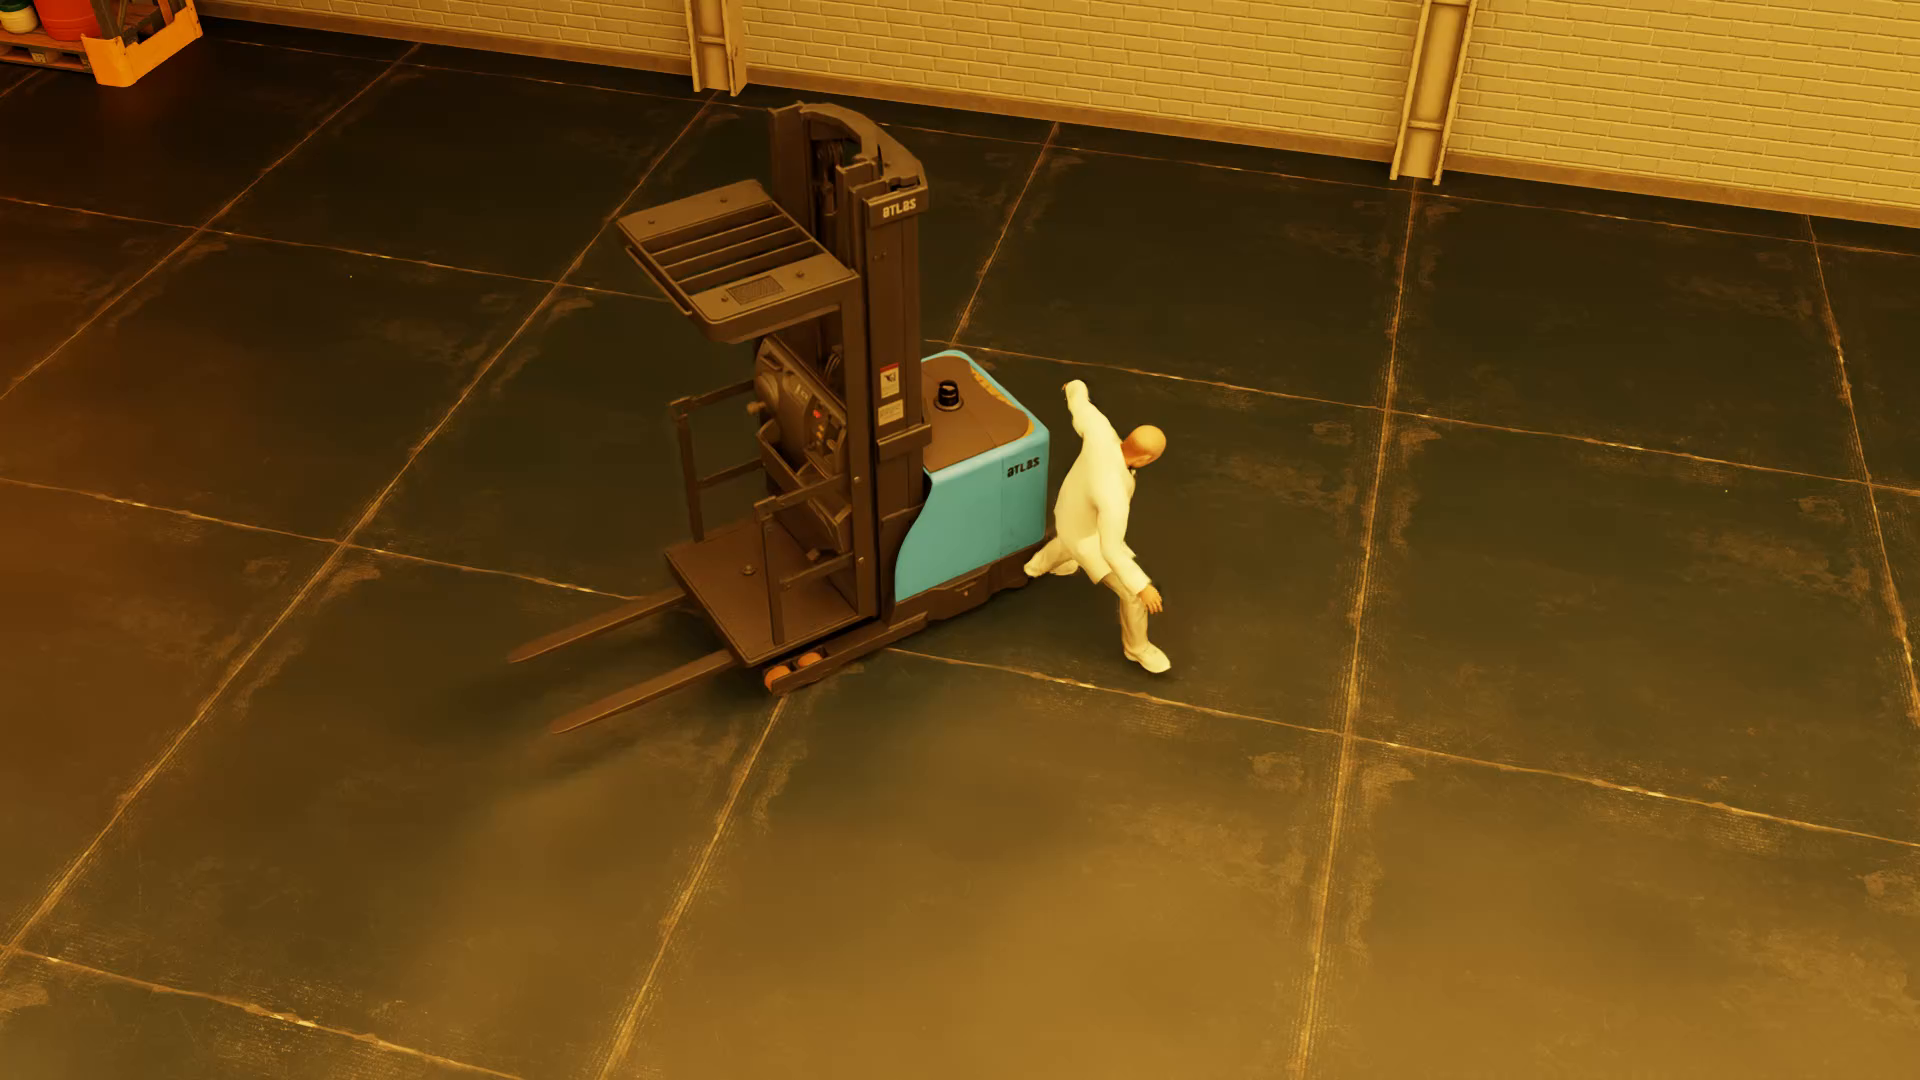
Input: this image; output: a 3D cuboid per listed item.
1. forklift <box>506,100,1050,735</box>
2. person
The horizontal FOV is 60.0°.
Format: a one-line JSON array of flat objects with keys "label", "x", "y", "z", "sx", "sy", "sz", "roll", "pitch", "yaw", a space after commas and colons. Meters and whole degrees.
[{"label": "forklift", "x": -1.009, "y": -0.648, "z": 8.600, "sx": 3.031, "sy": 2.935, "sz": 1.130, "roll": -23, "pitch": 46, "yaw": -24}, {"label": "person", "x": 0.759, "y": -0.138, "z": 9.119, "sx": 0.787, "sy": 1.511, "sz": 1.232, "roll": 0, "pitch": 41, "yaw": 0}]
